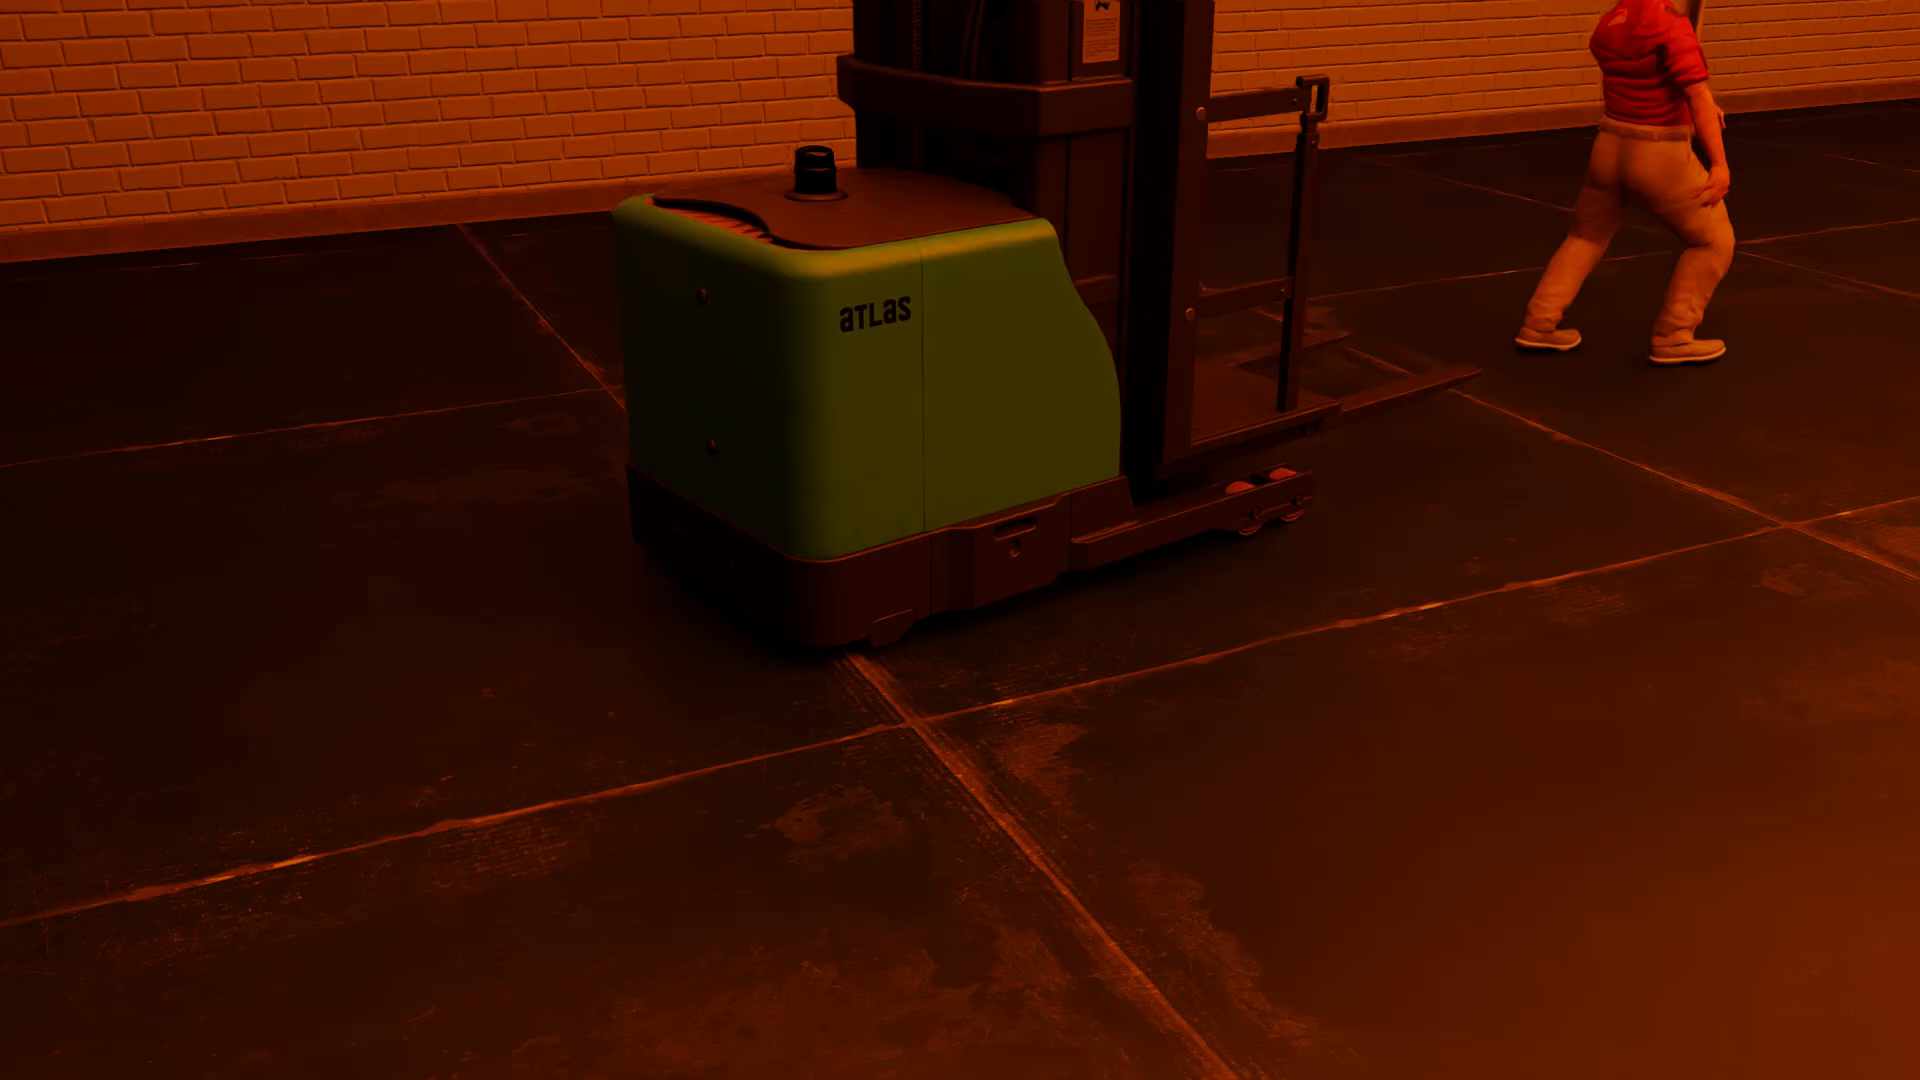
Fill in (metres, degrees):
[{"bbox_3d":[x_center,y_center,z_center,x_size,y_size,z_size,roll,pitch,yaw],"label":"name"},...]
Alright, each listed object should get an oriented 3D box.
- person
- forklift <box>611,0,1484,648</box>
[{"bbox_3d":[2.814,-1.533,6.656,0.812,1.639,0.722,-12,25,-26],"label":"person"},{"bbox_3d":[0.497,-1.510,4.920,3.031,2.935,1.130,-17,28,-35],"label":"forklift"}]
